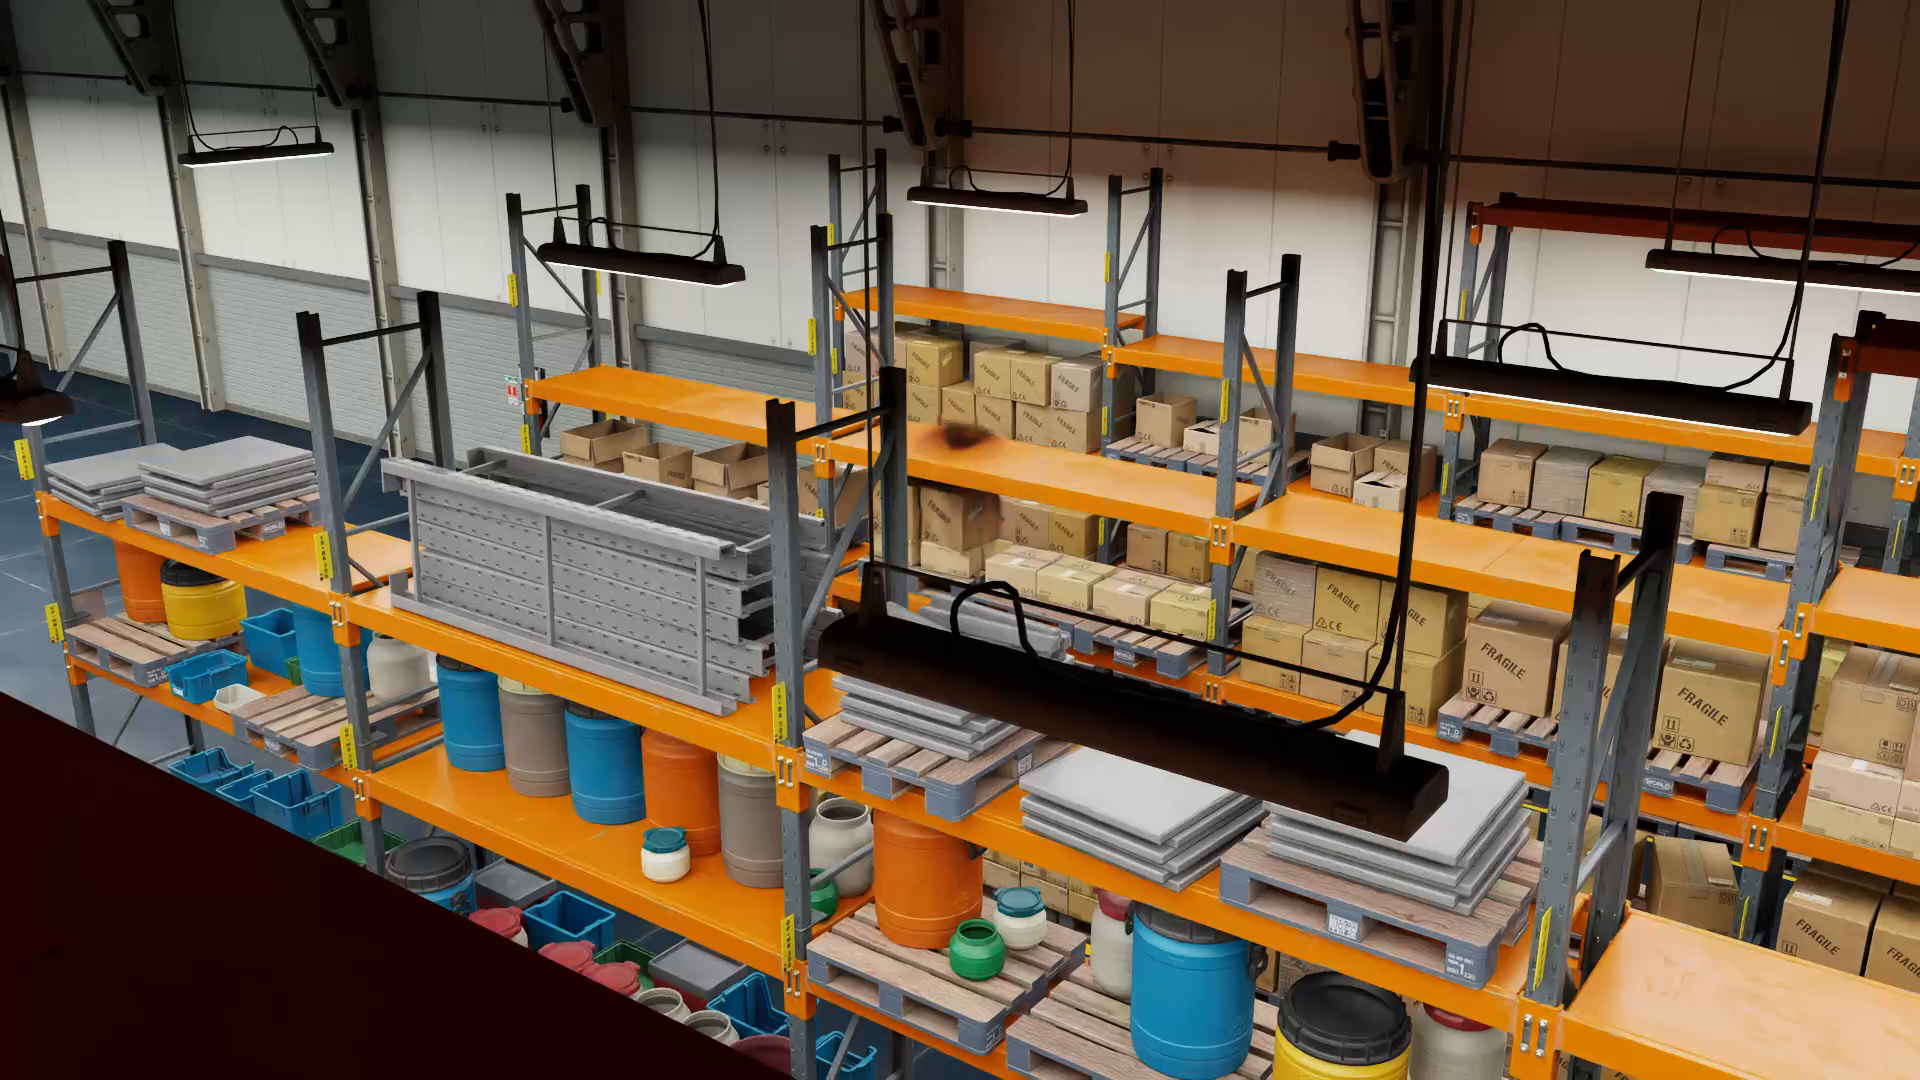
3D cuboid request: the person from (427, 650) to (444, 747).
[{"bbox_3d":[-5.464,1.504,17.824,0.612,1.770,0.419,0,18,0],"label":"person"}]
